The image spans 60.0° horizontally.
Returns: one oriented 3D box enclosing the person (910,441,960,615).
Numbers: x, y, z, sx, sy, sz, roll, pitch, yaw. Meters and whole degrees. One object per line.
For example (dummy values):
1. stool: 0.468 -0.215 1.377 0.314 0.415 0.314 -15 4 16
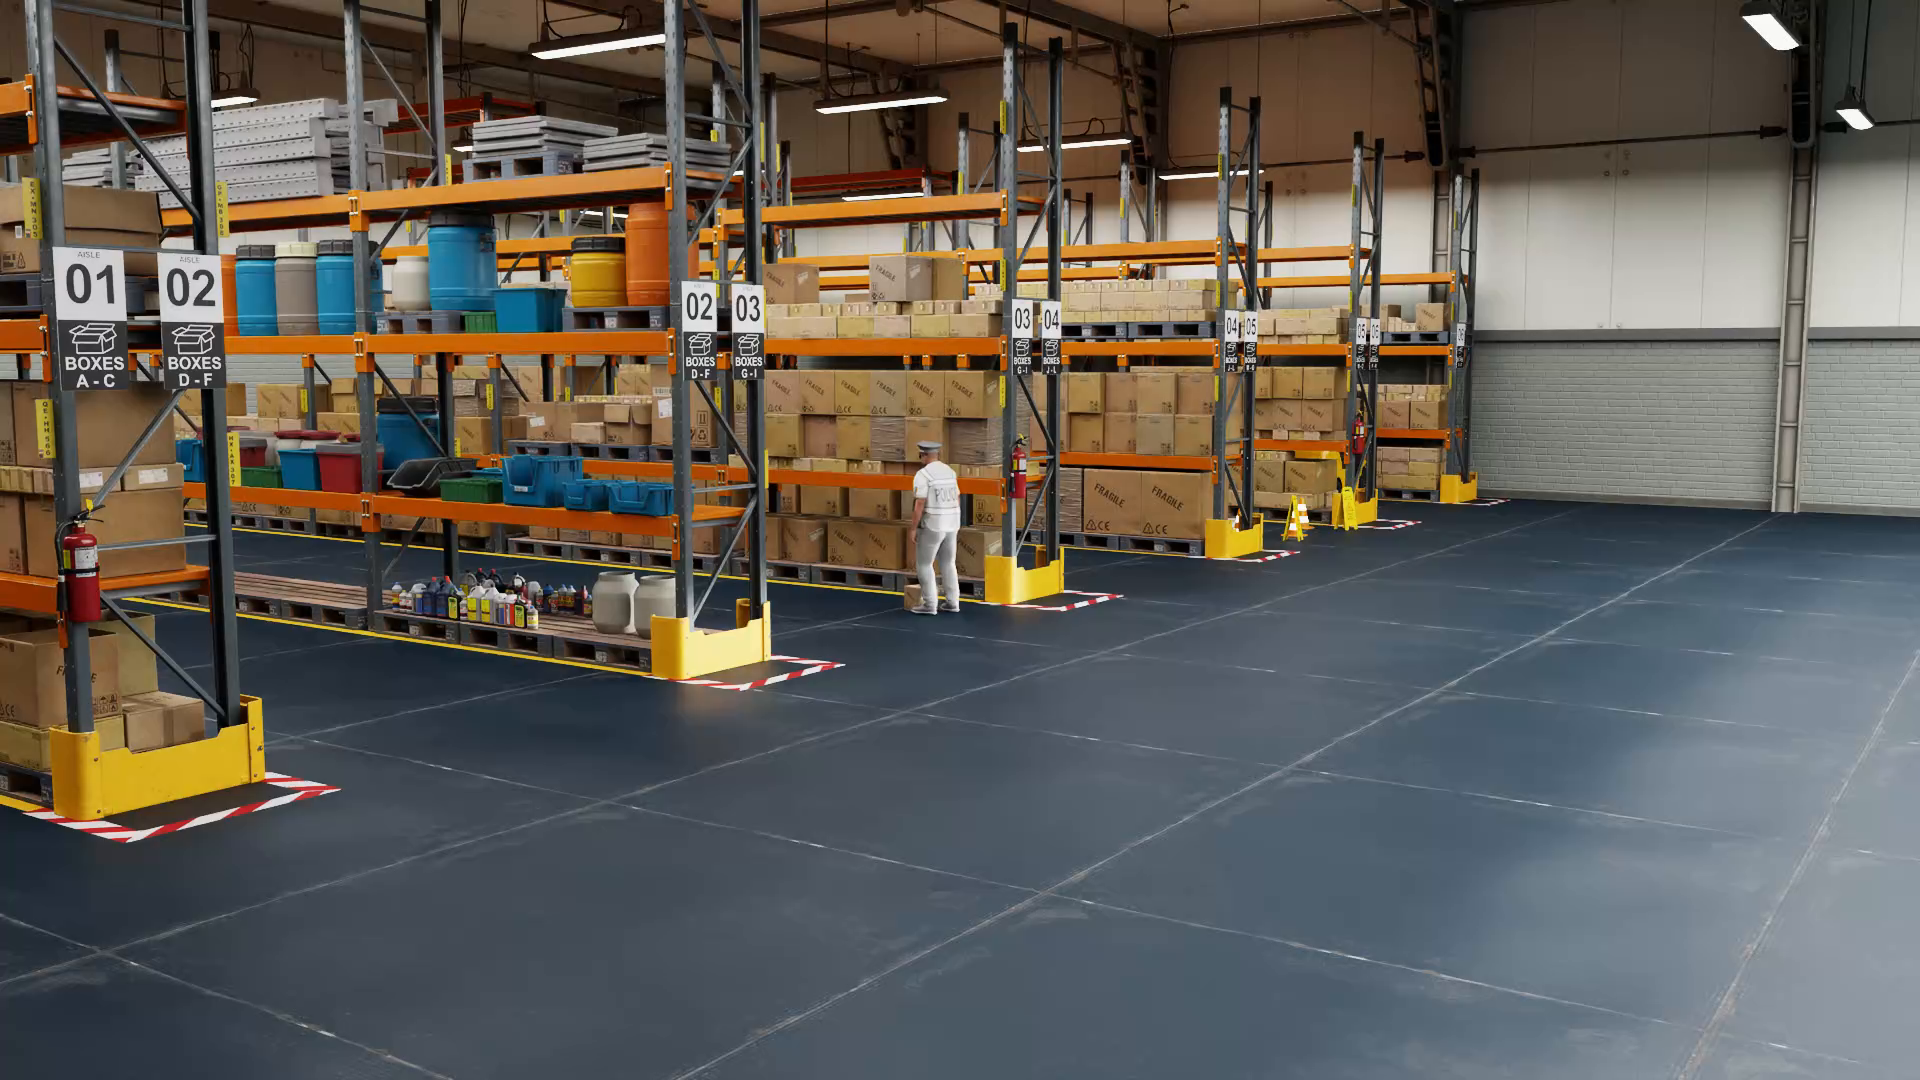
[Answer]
1. person: -0.239 -0.124 16.856 0.606 1.751 0.437 -5 8 -40
